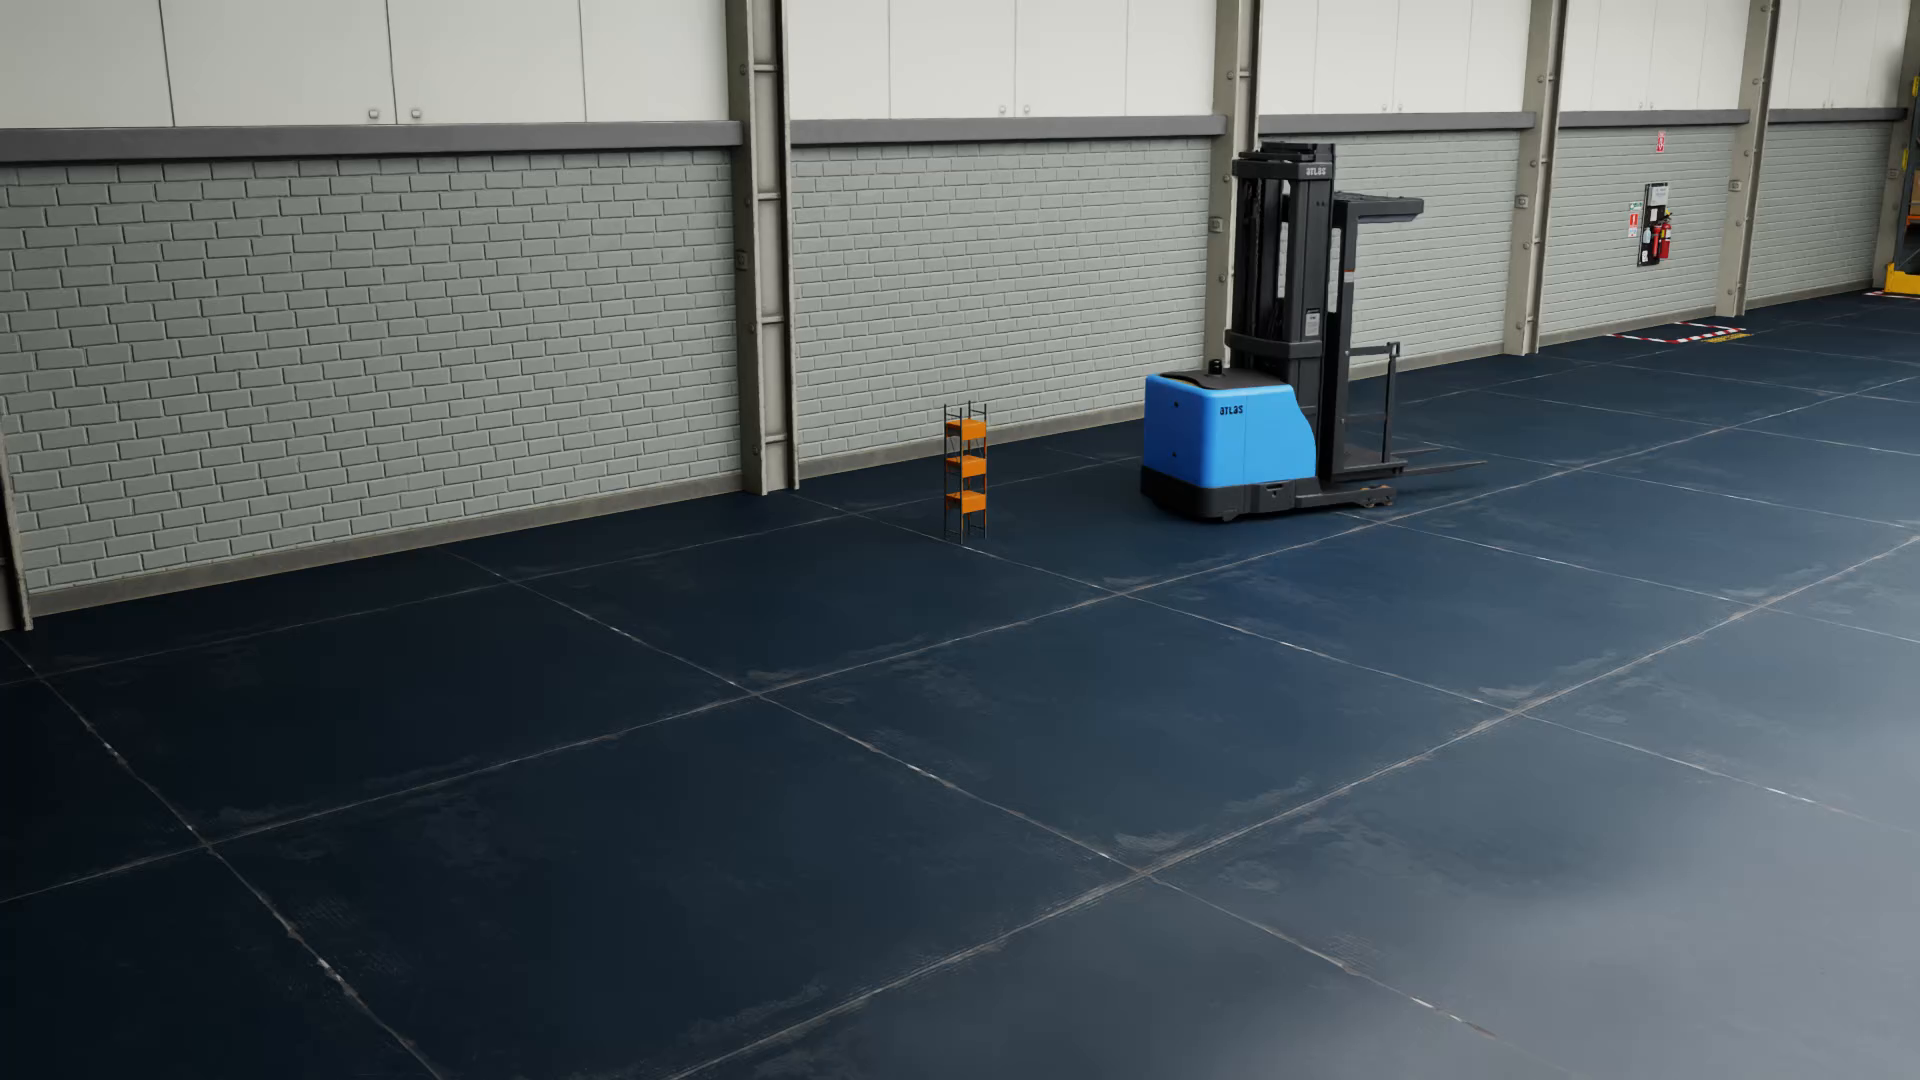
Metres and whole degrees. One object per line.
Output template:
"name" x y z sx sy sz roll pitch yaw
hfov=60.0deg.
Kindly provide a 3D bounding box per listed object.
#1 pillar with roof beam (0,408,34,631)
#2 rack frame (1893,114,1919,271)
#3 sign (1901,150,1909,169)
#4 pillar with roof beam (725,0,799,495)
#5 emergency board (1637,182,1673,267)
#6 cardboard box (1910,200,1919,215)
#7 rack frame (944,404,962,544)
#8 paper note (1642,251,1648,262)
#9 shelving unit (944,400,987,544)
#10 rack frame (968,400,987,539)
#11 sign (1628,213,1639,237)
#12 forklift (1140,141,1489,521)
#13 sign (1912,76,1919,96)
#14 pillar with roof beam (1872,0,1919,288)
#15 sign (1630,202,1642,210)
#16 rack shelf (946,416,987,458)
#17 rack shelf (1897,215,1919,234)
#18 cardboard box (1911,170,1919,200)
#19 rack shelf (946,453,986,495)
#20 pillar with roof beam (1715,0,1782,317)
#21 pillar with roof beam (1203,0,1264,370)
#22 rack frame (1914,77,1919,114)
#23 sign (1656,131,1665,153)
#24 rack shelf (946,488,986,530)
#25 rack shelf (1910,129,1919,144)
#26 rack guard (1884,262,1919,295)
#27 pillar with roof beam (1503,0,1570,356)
"pillar with roof beam" -3.340 -2.937 6.308 0.400 9.000 9.100 -13 19 -39
"rack frame" 16.505 -5.672 28.171 0.127 3.000 1.000 -13 19 -39
"sign" 16.156 -6.495 28.398 0.005 0.325 0.100 -13 19 -39
"pillar with roof beam" 1.186 -3.953 10.113 0.400 9.000 9.100 -13 19 -39
"emergency board" 10.050 -4.531 23.901 0.643 1.169 0.194 -13 19 -39
"cardboard box" 16.730 -5.726 28.626 0.500 0.250 0.500 -12 19 -39
"rack frame" -0.052 -0.496 12.571 0.008 1.050 0.200 -13 19 -39
"paper note" 9.871 -4.089 23.953 0.142 0.148 0.016 -13 19 -39
"shelving unit" 0.040 -0.516 12.648 0.252 1.050 0.215 -13 19 -39
"rack frame" 0.132 -0.537 12.726 0.008 1.050 0.200 -13 19 -39
"sign" 9.565 -4.475 23.621 0.234 0.329 0.001 -13 19 -39
"forklift" 3.077 -1.798 13.801 3.031 2.935 1.130 -7 16 -24
"sign" 16.156 -7.660 28.087 0.005 0.325 0.100 -13 19 -39
"pillar with roof beam" 19.291 -8.019 25.334 0.400 9.000 9.100 -13 19 -39
"sign" 9.574 -4.730 23.549 0.331 0.109 0.001 -13 19 -39
"rack shelf" 0.040 -0.780 12.578 0.240 0.259 0.215 -13 19 -39
"rack shelf" 18.014 -5.663 29.533 4.000 0.370 1.077 -13 19 -39
"cardboard box" 16.721 -6.093 28.545 0.500 0.500 0.500 -13 20 -40
"rack shelf" 0.040 -0.506 12.651 0.240 0.259 0.215 -13 19 -39
"pillar with roof beam" 14.765 -7.003 21.529 0.400 9.000 9.100 -13 19 -39
"pillar with roof beam" 5.712 -4.970 13.918 0.400 9.000 9.100 -13 19 -39
"rack frame" 16.505 -8.570 27.397 0.127 3.000 1.000 -13 19 -39
"sign" 9.978 -5.669 23.669 0.199 0.298 0.001 -13 19 -39
"rack shelf" 0.040 -0.238 12.723 0.240 0.259 0.215 -13 19 -39
"rack shelf" 18.014 -7.112 29.145 4.000 0.370 1.077 -13 19 -39
"rack guard" 16.562 -4.477 28.542 0.348 0.500 1.175 -13 19 -39
"pillar with roof beam" 10.239 -5.986 17.723 0.400 9.000 9.100 -13 19 -39
